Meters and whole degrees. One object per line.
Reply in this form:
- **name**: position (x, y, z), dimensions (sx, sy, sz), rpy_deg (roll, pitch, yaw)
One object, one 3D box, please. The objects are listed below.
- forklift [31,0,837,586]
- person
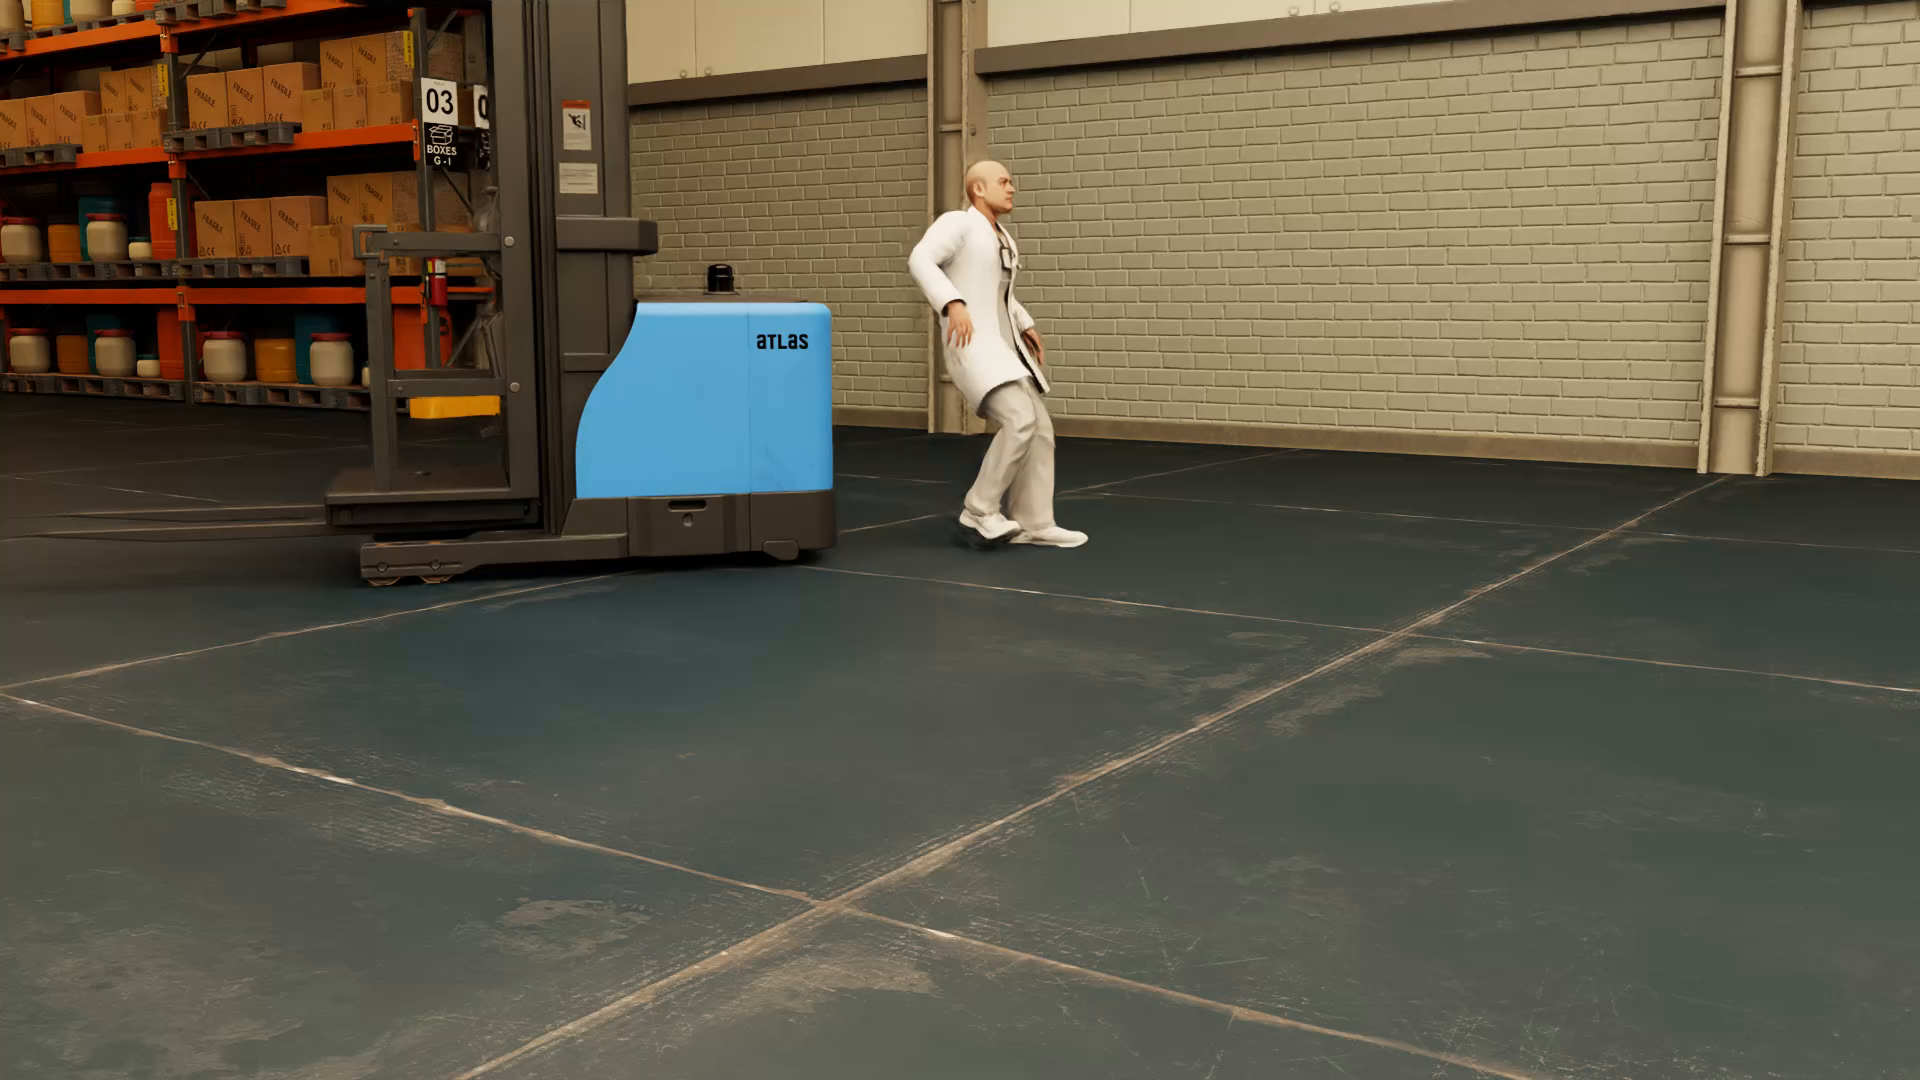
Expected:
- **forklift**: position (-2.089, -1.356, 6.732), dimensions (3.031, 2.935, 1.130), rpy_deg (-2, 8, -17)
- **person**: position (0.216, -0.811, 7.403), dimensions (0.719, 1.736, 0.979), rpy_deg (5, 9, 30)
